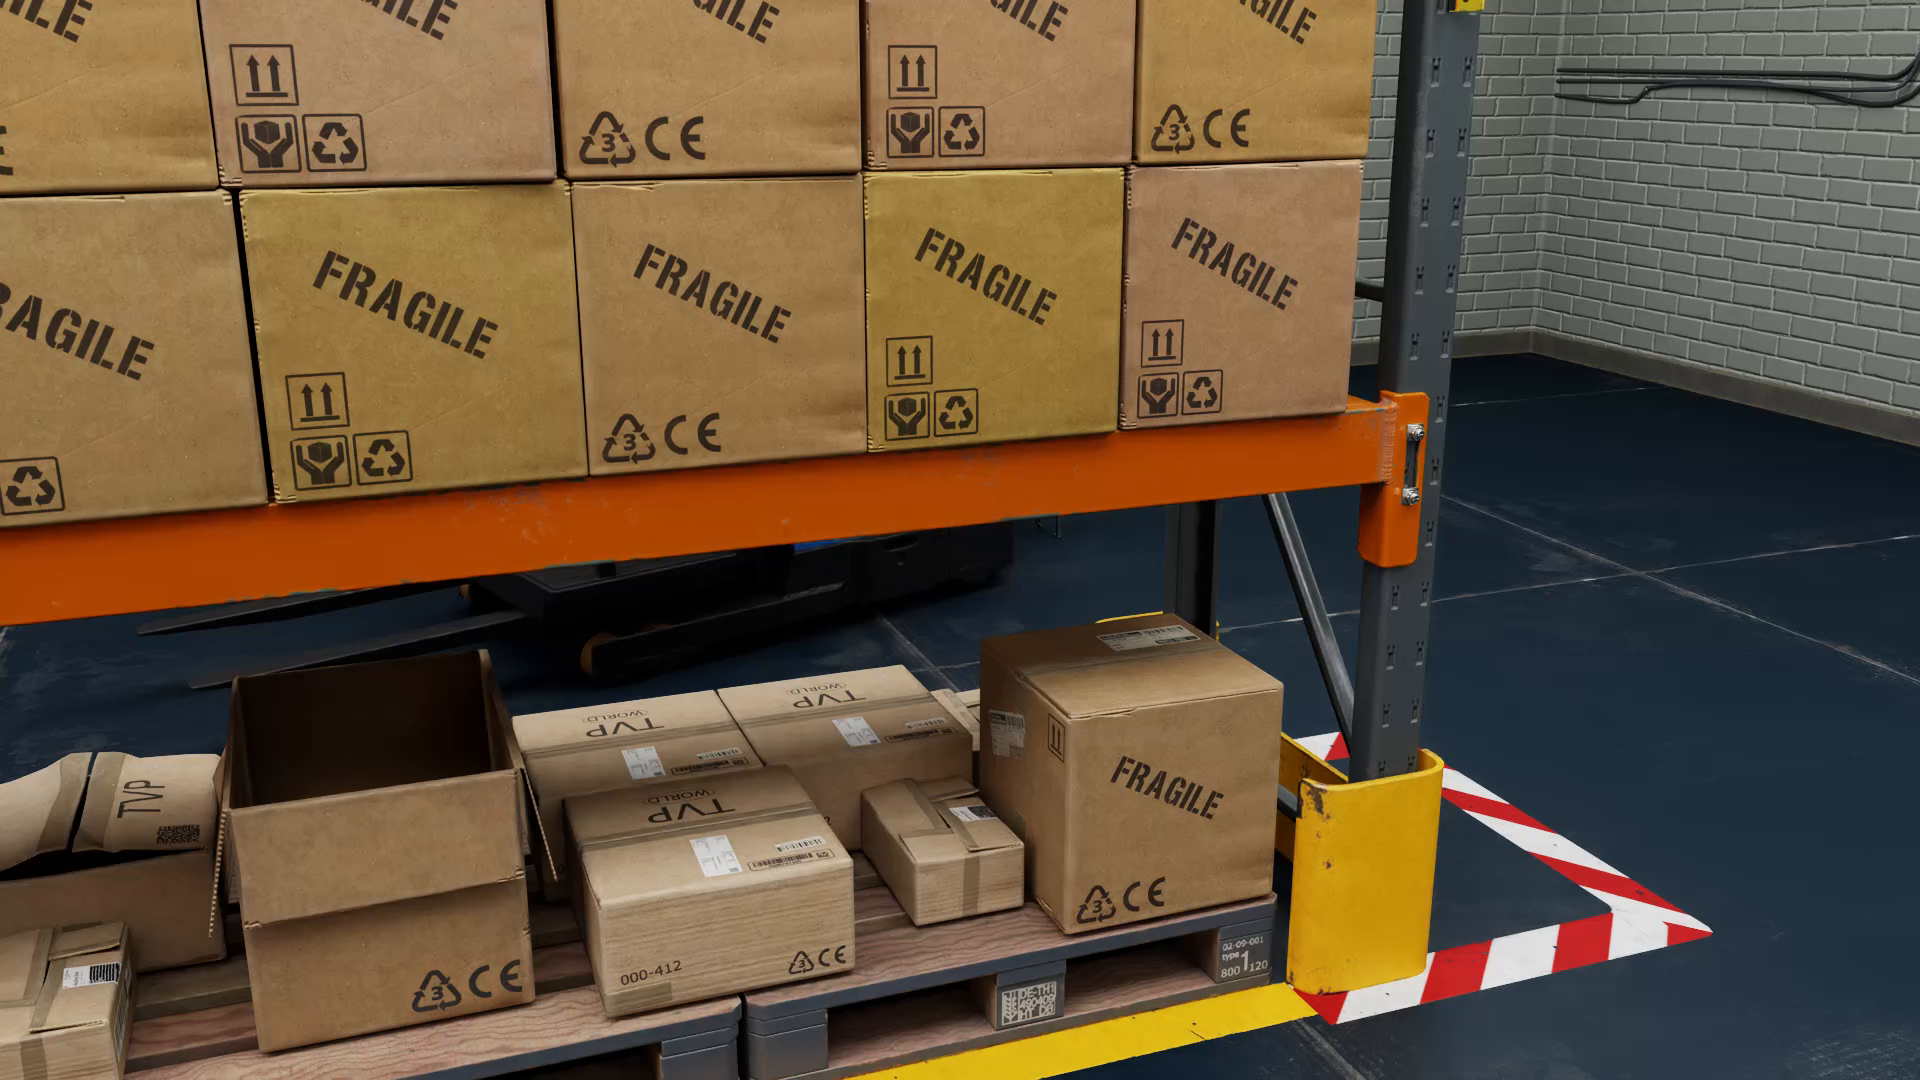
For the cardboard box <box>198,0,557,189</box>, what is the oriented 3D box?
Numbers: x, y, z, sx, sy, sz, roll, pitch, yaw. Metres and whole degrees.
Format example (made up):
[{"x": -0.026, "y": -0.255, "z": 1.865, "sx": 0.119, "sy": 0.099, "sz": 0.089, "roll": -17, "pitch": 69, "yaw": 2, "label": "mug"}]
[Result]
[{"x": -0.965, "y": -0.860, "z": 2.752, "sx": 0.500, "sy": 0.500, "sz": 0.500, "roll": -6, "pitch": 17, "yaw": -18, "label": "cardboard box"}]

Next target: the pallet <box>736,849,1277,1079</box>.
[{"x": -0.030, "y": 0.820, "z": 3.932, "sx": 1.213, "sy": 0.211, "sz": 1.003, "roll": -6, "pitch": 17, "yaw": -20, "label": "pallet"}]

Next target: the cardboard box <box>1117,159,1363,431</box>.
[{"x": 0.465, "y": -0.538, "z": 3.428, "sx": 0.500, "sy": 0.500, "sz": 0.500, "roll": -6, "pitch": 17, "yaw": -18, "label": "cardboard box"}]

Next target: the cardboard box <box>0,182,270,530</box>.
[{"x": -1.431, "y": -0.333, "z": 2.731, "sx": 0.500, "sy": 0.500, "sz": 0.500, "roll": -6, "pitch": 17, "yaw": -20, "label": "cardboard box"}]

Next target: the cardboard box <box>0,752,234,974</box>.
[{"x": -1.819, "y": 0.668, "z": 3.490, "sx": 0.500, "sy": 0.311, "sz": 0.500, "roll": -6, "pitch": 17, "yaw": -20, "label": "cardboard box"}]

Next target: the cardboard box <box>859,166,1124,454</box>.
[{"x": -0.018, "y": -0.484, "z": 3.246, "sx": 0.500, "sy": 0.500, "sz": 0.500, "roll": -6, "pitch": 17, "yaw": -20, "label": "cardboard box"}]

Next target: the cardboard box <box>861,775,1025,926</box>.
[{"x": -0.044, "y": 0.679, "z": 3.711, "sx": 0.250, "sy": 0.166, "sz": 0.380, "roll": -6, "pitch": 17, "yaw": -20, "label": "cardboard box"}]

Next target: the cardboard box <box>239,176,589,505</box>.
[{"x": -0.957, "y": -0.385, "z": 2.907, "sx": 0.500, "sy": 0.500, "sz": 0.500, "roll": -6, "pitch": 18, "yaw": -21, "label": "cardboard box"}]

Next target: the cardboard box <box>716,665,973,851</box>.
[{"x": -0.291, "y": 0.532, "z": 4.061, "sx": 0.500, "sy": 0.250, "sz": 0.500, "roll": -6, "pitch": 17, "yaw": -20, "label": "cardboard box"}]

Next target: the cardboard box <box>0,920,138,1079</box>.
[{"x": -1.676, "y": 0.870, "z": 3.059, "sx": 0.250, "sy": 0.166, "sz": 0.380, "roll": -6, "pitch": 17, "yaw": -20, "label": "cardboard box"}]

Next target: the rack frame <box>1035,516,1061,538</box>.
[{"x": 0.382, "y": -0.617, "z": 7.070, "sx": 0.015, "sy": 1.200, "sz": 0.240, "roll": -6, "pitch": 17, "yaw": -20, "label": "rack frame"}]

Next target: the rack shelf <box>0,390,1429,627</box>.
[{"x": -1.082, "y": -0.060, "z": 3.254, "sx": 4.000, "sy": 0.370, "sz": 1.077, "roll": -6, "pitch": 17, "yaw": -20, "label": "rack shelf"}]

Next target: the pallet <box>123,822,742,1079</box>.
[{"x": -1.167, "y": 0.942, "z": 3.516, "sx": 1.213, "sy": 0.211, "sz": 1.003, "roll": -6, "pitch": 17, "yaw": -20, "label": "pallet"}]

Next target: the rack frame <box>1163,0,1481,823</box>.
[{"x": 0.786, "y": -0.606, "z": 3.839, "sx": 0.127, "sy": 3.000, "sz": 1.000, "roll": -6, "pitch": 17, "yaw": -20, "label": "rack frame"}]

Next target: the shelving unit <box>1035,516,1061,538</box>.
[{"x": 0.155, "y": -0.592, "z": 6.986, "sx": 0.503, "sy": 1.200, "sz": 0.258, "roll": -6, "pitch": 17, "yaw": -20, "label": "shelving unit"}]

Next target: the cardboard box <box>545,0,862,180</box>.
[{"x": -0.486, "y": -0.912, "z": 2.929, "sx": 0.500, "sy": 0.500, "sz": 0.500, "roll": -6, "pitch": 17, "yaw": -19, "label": "cardboard box"}]

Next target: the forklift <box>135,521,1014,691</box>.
[{"x": -1.255, "y": -1.098, "z": 5.636, "sx": 3.031, "sy": 2.935, "sz": 1.130, "roll": -13, "pitch": 21, "yaw": -37, "label": "forklift"}]

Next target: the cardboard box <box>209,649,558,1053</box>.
[{"x": -1.197, "y": 0.593, "z": 3.405, "sx": 0.637, "sy": 0.503, "sz": 0.797, "roll": -6, "pitch": 17, "yaw": -20, "label": "cardboard box"}]

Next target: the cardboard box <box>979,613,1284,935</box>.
[{"x": 0.366, "y": 0.502, "z": 3.722, "sx": 0.500, "sy": 0.500, "sz": 0.500, "roll": -6, "pitch": 17, "yaw": -20, "label": "cardboard box"}]

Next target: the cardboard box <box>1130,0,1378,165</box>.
[{"x": 0.468, "y": -1.017, "z": 3.285, "sx": 0.500, "sy": 0.500, "sz": 0.500, "roll": -6, "pitch": 18, "yaw": -21, "label": "cardboard box"}]

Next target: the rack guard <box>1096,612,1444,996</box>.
[{"x": 0.715, "y": 0.601, "z": 4.165, "sx": 0.348, "sy": 0.500, "sz": 1.175, "roll": -6, "pitch": 17, "yaw": -20, "label": "rack guard"}]

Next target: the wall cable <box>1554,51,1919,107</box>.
[{"x": 4.419, "y": -3.774, "z": 9.490, "sx": 0.112, "sy": 2.526, "sz": 3.097, "roll": -6, "pitch": 17, "yaw": -20, "label": "wall cable"}]

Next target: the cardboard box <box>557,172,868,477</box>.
[{"x": -0.486, "y": -0.435, "z": 3.080, "sx": 0.500, "sy": 0.500, "sz": 0.500, "roll": -6, "pitch": 17, "yaw": -20, "label": "cardboard box"}]

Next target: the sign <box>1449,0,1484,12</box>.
[{"x": 0.965, "y": -1.165, "z": 3.128, "sx": 0.005, "sy": 0.325, "sz": 0.100, "roll": -6, "pitch": 17, "yaw": -20, "label": "sign"}]

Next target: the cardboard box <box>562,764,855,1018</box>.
[{"x": -0.532, "y": 0.709, "z": 3.458, "sx": 0.500, "sy": 0.250, "sz": 0.500, "roll": -6, "pitch": 17, "yaw": -20, "label": "cardboard box"}]

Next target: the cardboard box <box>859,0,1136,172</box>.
[{"x": -0.003, "y": -0.966, "z": 3.111, "sx": 0.500, "sy": 0.500, "sz": 0.500, "roll": -6, "pitch": 17, "yaw": -19, "label": "cardboard box"}]

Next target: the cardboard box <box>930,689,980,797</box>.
[{"x": 0.038, "y": 0.519, "z": 4.255, "sx": 0.250, "sy": 0.166, "sz": 0.380, "roll": -6, "pitch": 17, "yaw": -20, "label": "cardboard box"}]

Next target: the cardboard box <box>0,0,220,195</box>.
[{"x": -1.447, "y": -0.808, "z": 2.574, "sx": 0.500, "sy": 0.500, "sz": 0.500, "roll": -7, "pitch": 18, "yaw": -22, "label": "cardboard box"}]

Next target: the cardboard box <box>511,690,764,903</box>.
[{"x": -0.758, "y": 0.583, "z": 3.889, "sx": 0.500, "sy": 0.250, "sz": 0.500, "roll": -6, "pitch": 17, "yaw": -20, "label": "cardboard box"}]
